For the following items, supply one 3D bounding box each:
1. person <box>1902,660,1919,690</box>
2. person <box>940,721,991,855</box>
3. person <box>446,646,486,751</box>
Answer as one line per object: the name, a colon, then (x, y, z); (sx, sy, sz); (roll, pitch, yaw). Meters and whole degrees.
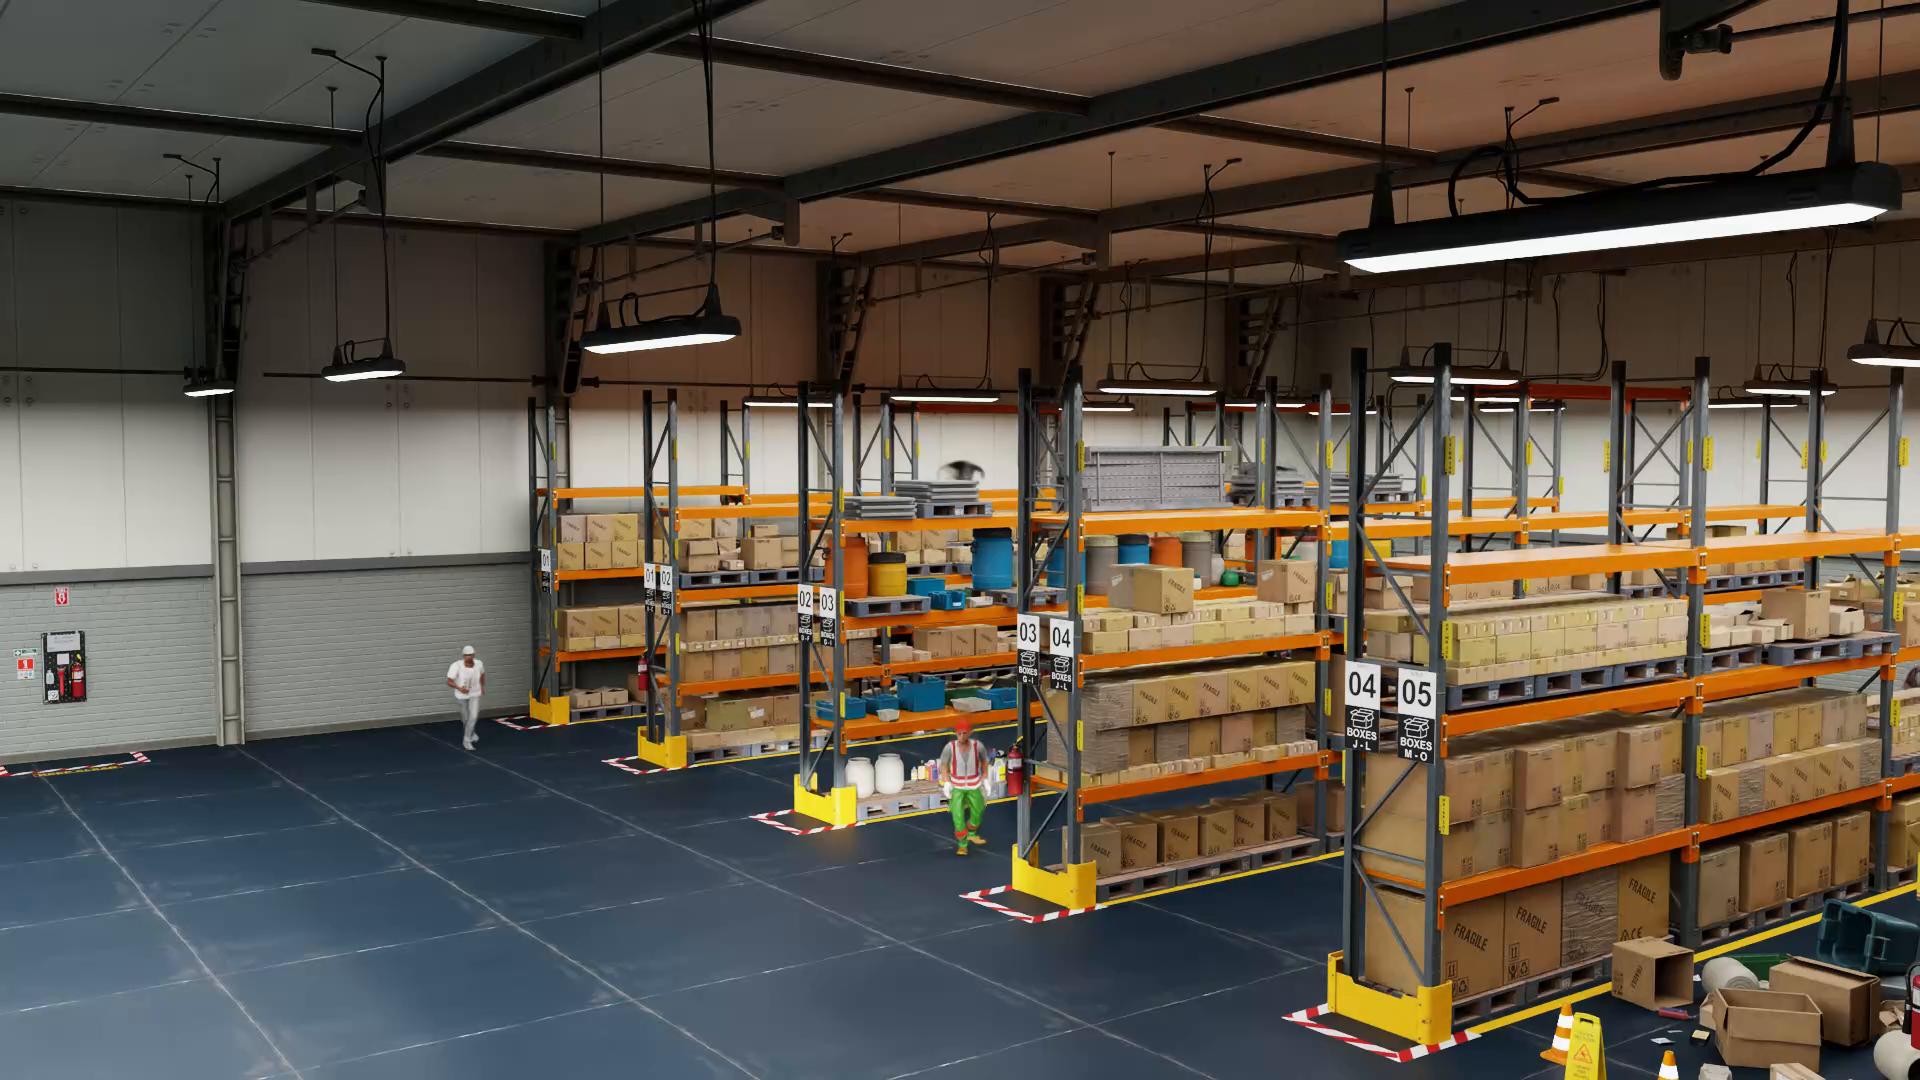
person: (15.303, 2.683, 26.480); (1.070, 1.770, 0.742); (-1, 4, -19)
person: (0.059, 3.077, 20.812); (0.635, 1.729, 0.792); (0, 3, -5)
person: (-8.348, 2.634, 28.111); (0.653, 1.747, 0.834); (-1, 4, -20)
